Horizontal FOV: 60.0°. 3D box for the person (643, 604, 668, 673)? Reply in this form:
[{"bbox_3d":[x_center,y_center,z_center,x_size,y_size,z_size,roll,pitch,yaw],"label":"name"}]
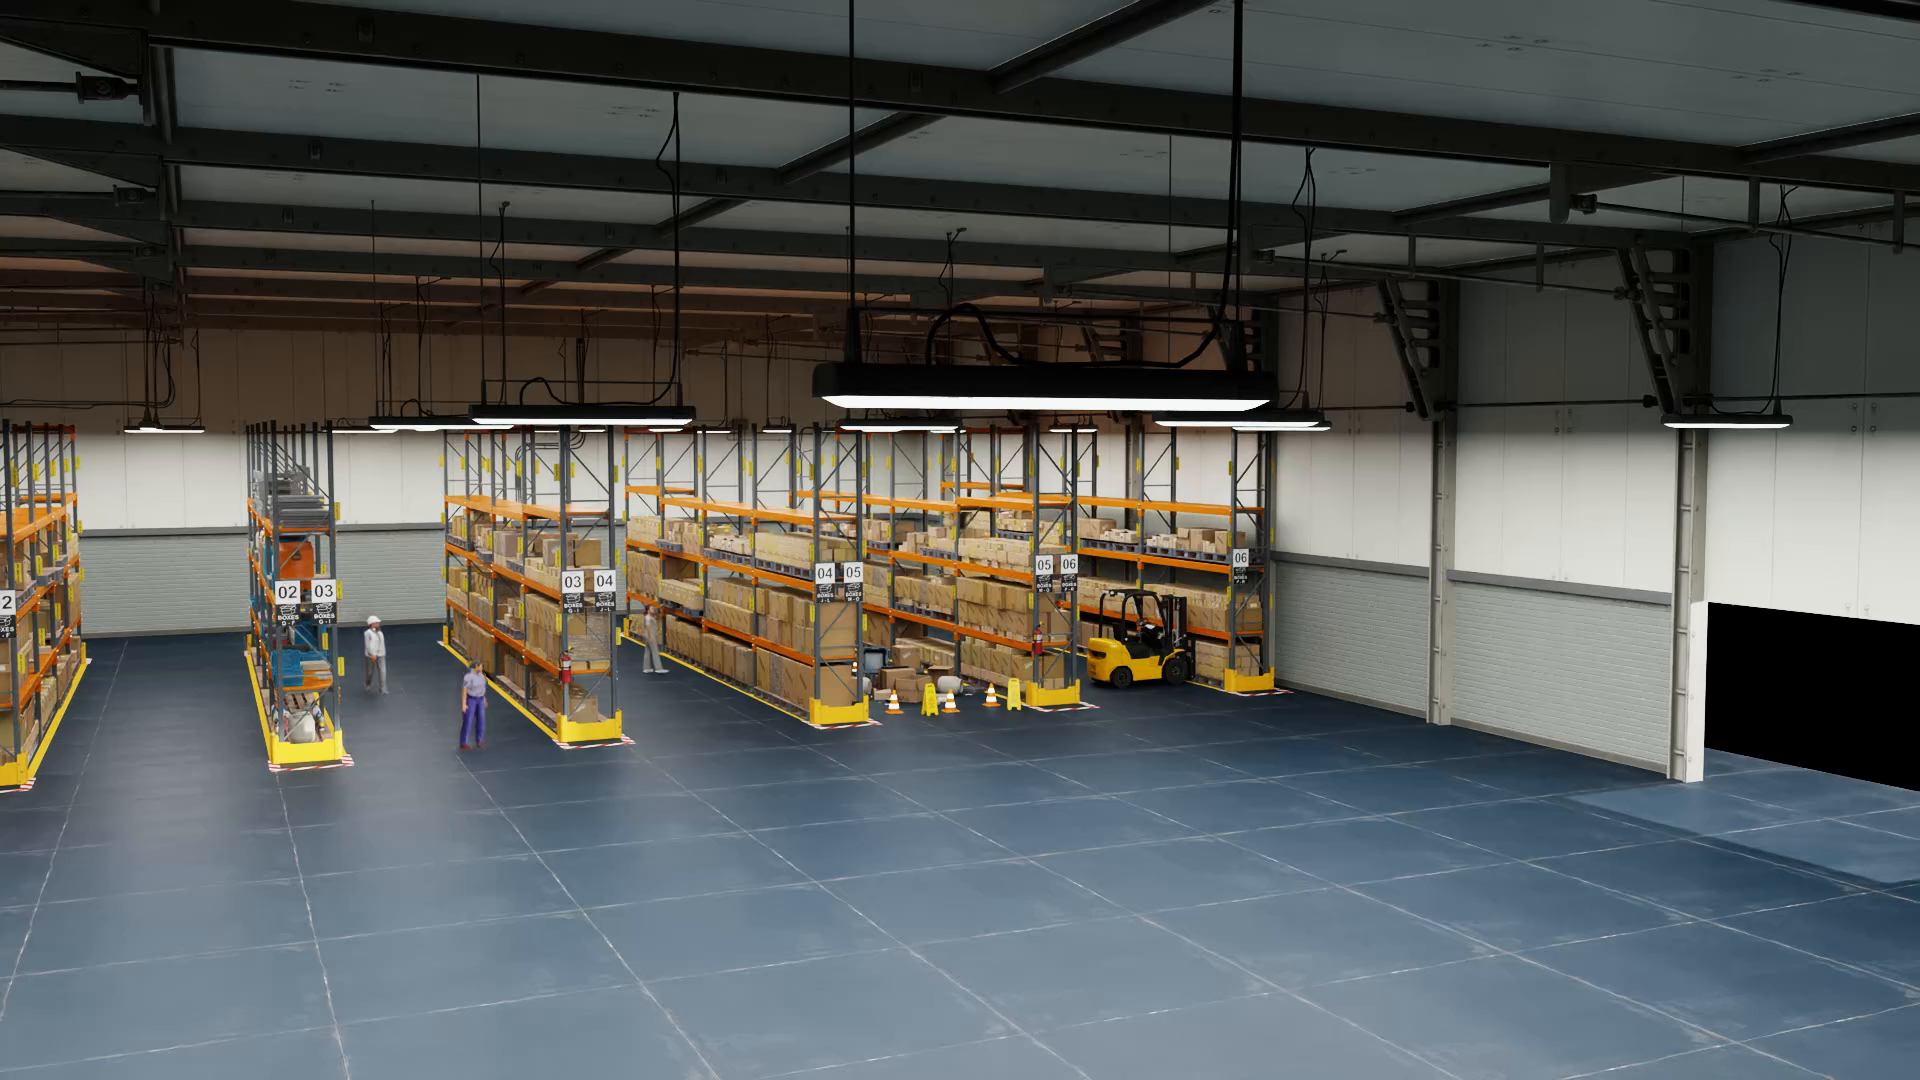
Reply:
[{"bbox_3d":[-7.382,2.376,40.230,0.572,1.663,0.487,-1,4,-19],"label":"person"}]

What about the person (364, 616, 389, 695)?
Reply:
[{"bbox_3d":[-12.947,2.559,36.805,0.475,1.735,1.001,-2,4,-32],"label":"person"}]

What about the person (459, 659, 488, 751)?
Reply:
[{"bbox_3d":[-8.914,2.999,30.485,0.391,1.660,0.563,2,4,27],"label":"person"}]
